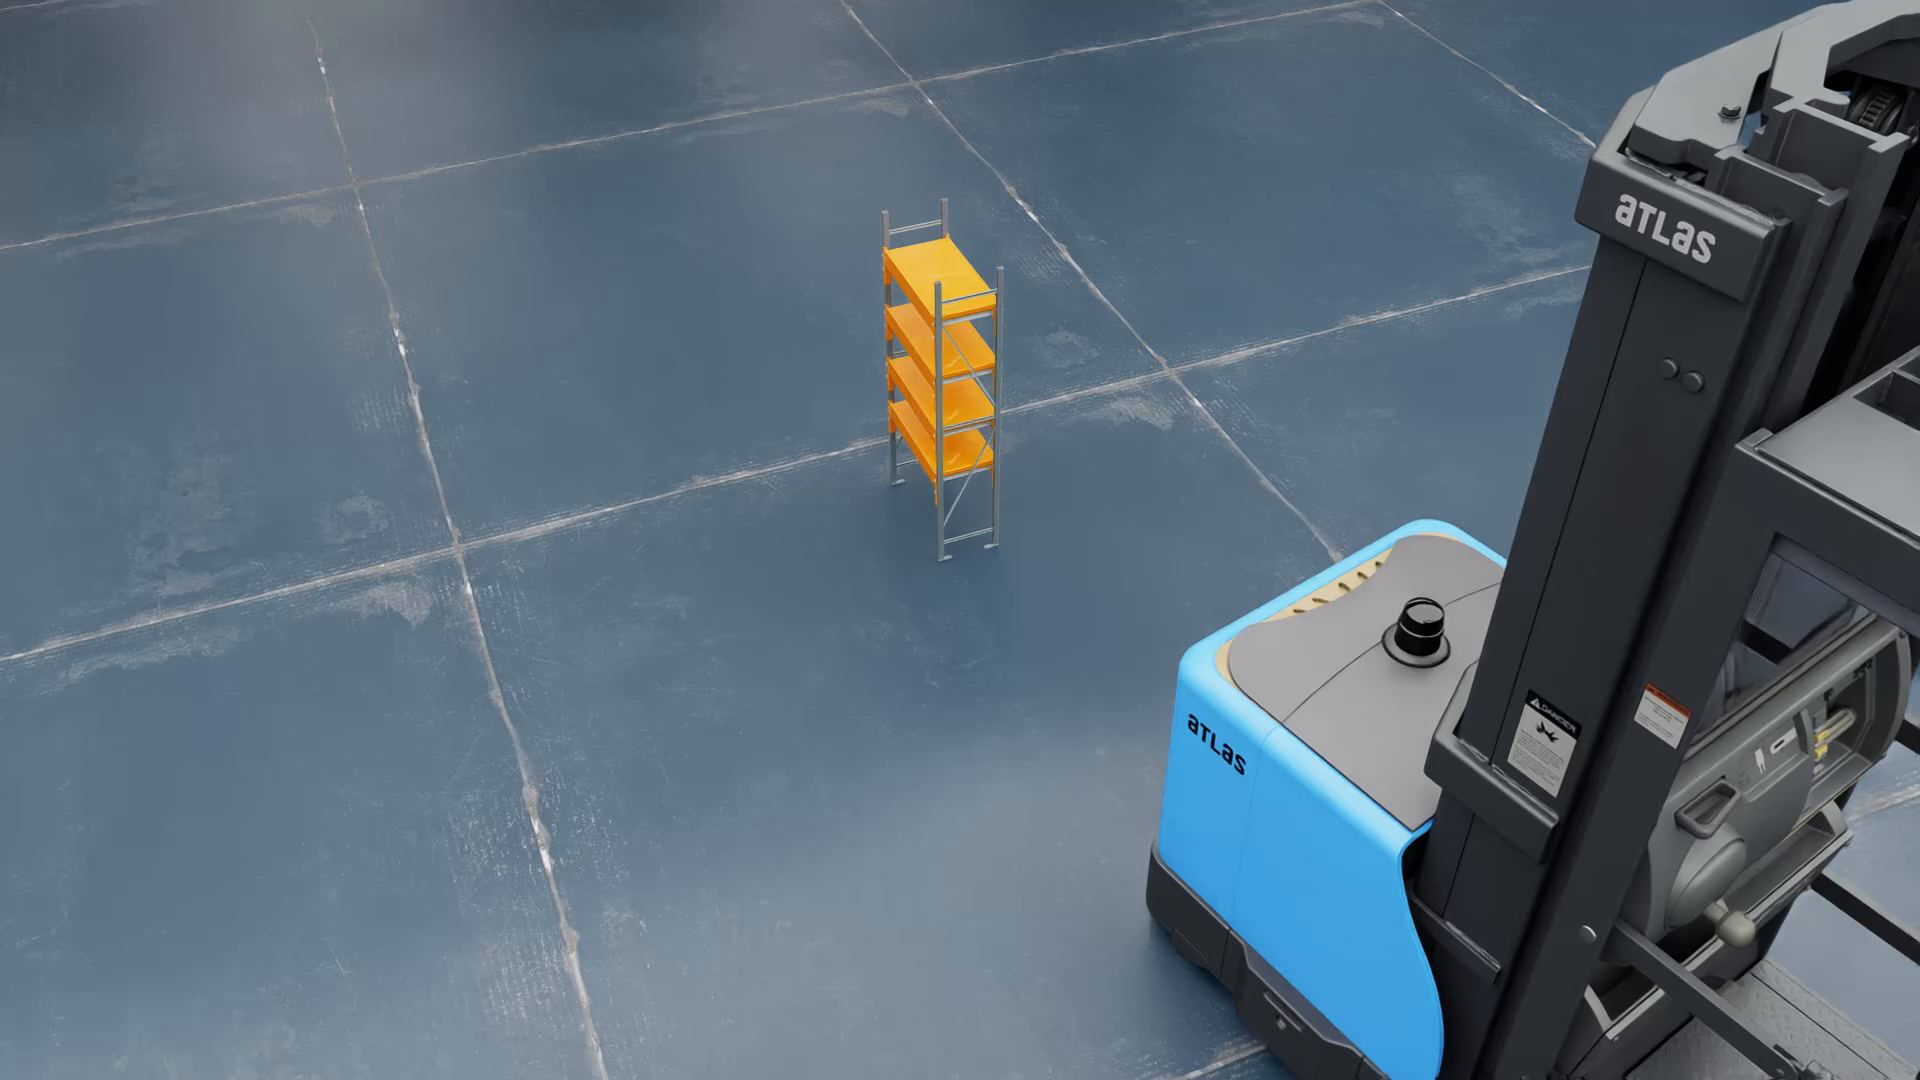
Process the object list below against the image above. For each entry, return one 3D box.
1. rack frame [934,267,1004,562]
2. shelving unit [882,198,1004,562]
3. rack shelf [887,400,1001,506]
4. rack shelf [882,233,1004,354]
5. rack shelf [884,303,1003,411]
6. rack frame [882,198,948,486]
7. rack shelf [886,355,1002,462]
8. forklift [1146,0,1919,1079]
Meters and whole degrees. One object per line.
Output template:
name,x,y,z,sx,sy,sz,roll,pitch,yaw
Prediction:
rack frame,0.030,-0.408,5.804,0.240,1.200,0.015,-15,43,-17
shelving unit,-0.063,-0.555,5.975,0.258,1.200,0.503,-15,43,-17
rack shelf,-0.063,-0.353,6.148,0.258,0.148,0.480,-15,43,-17
rack shelf,-0.063,-0.853,5.719,0.258,0.148,0.480,-15,43,-17
rack shelf,-0.063,-0.673,5.873,0.258,0.148,0.480,-15,43,-17
rack frame,-0.157,-0.702,6.146,0.240,1.200,0.015,-15,43,-17
rack shelf,-0.063,-0.504,6.019,0.258,0.148,0.480,-15,43,-17
forklift,1.831,0.578,3.330,1.130,2.935,3.031,-26,47,-27
